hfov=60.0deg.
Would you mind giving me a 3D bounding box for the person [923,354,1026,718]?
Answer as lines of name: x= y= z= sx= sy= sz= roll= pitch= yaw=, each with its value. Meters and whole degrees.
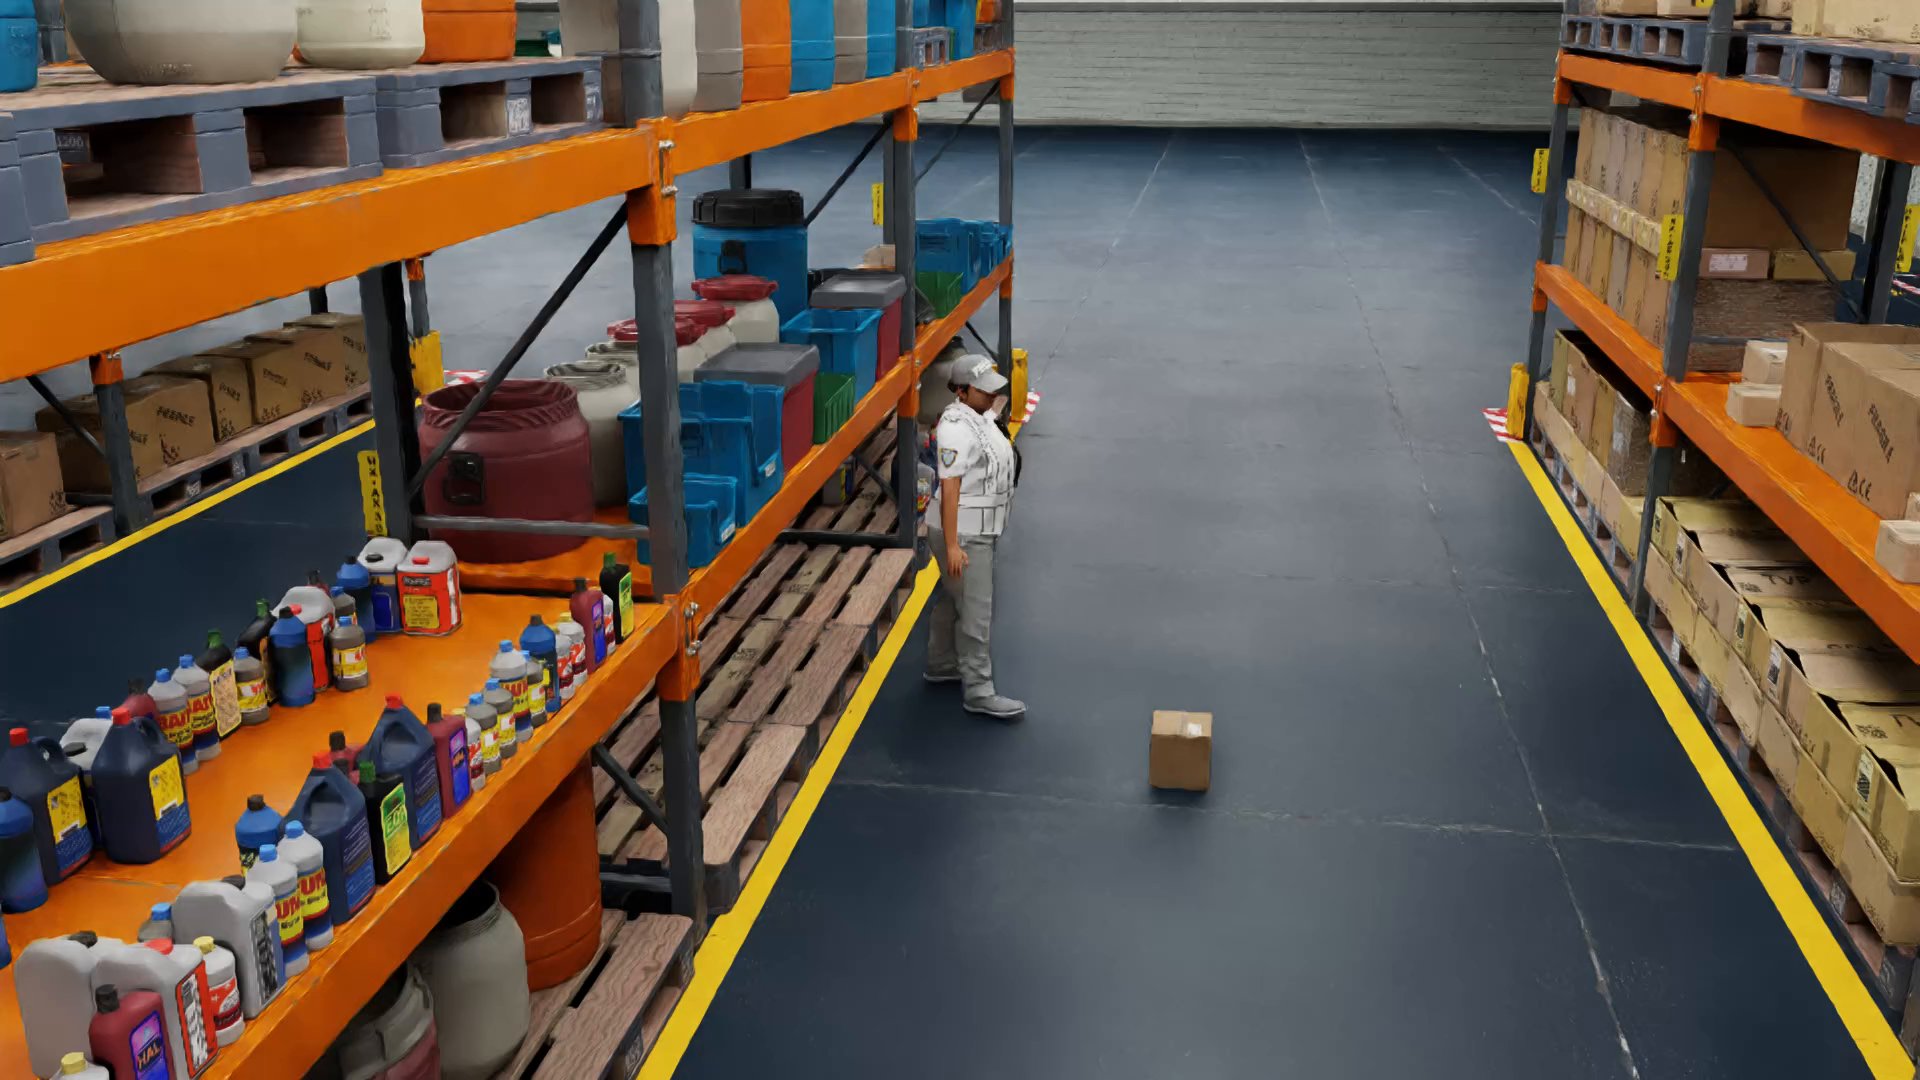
person: x=0.066 y=-0.038 z=7.623 sx=0.564 sy=1.652 sz=0.672 roll=5 pitch=19 yaw=14
